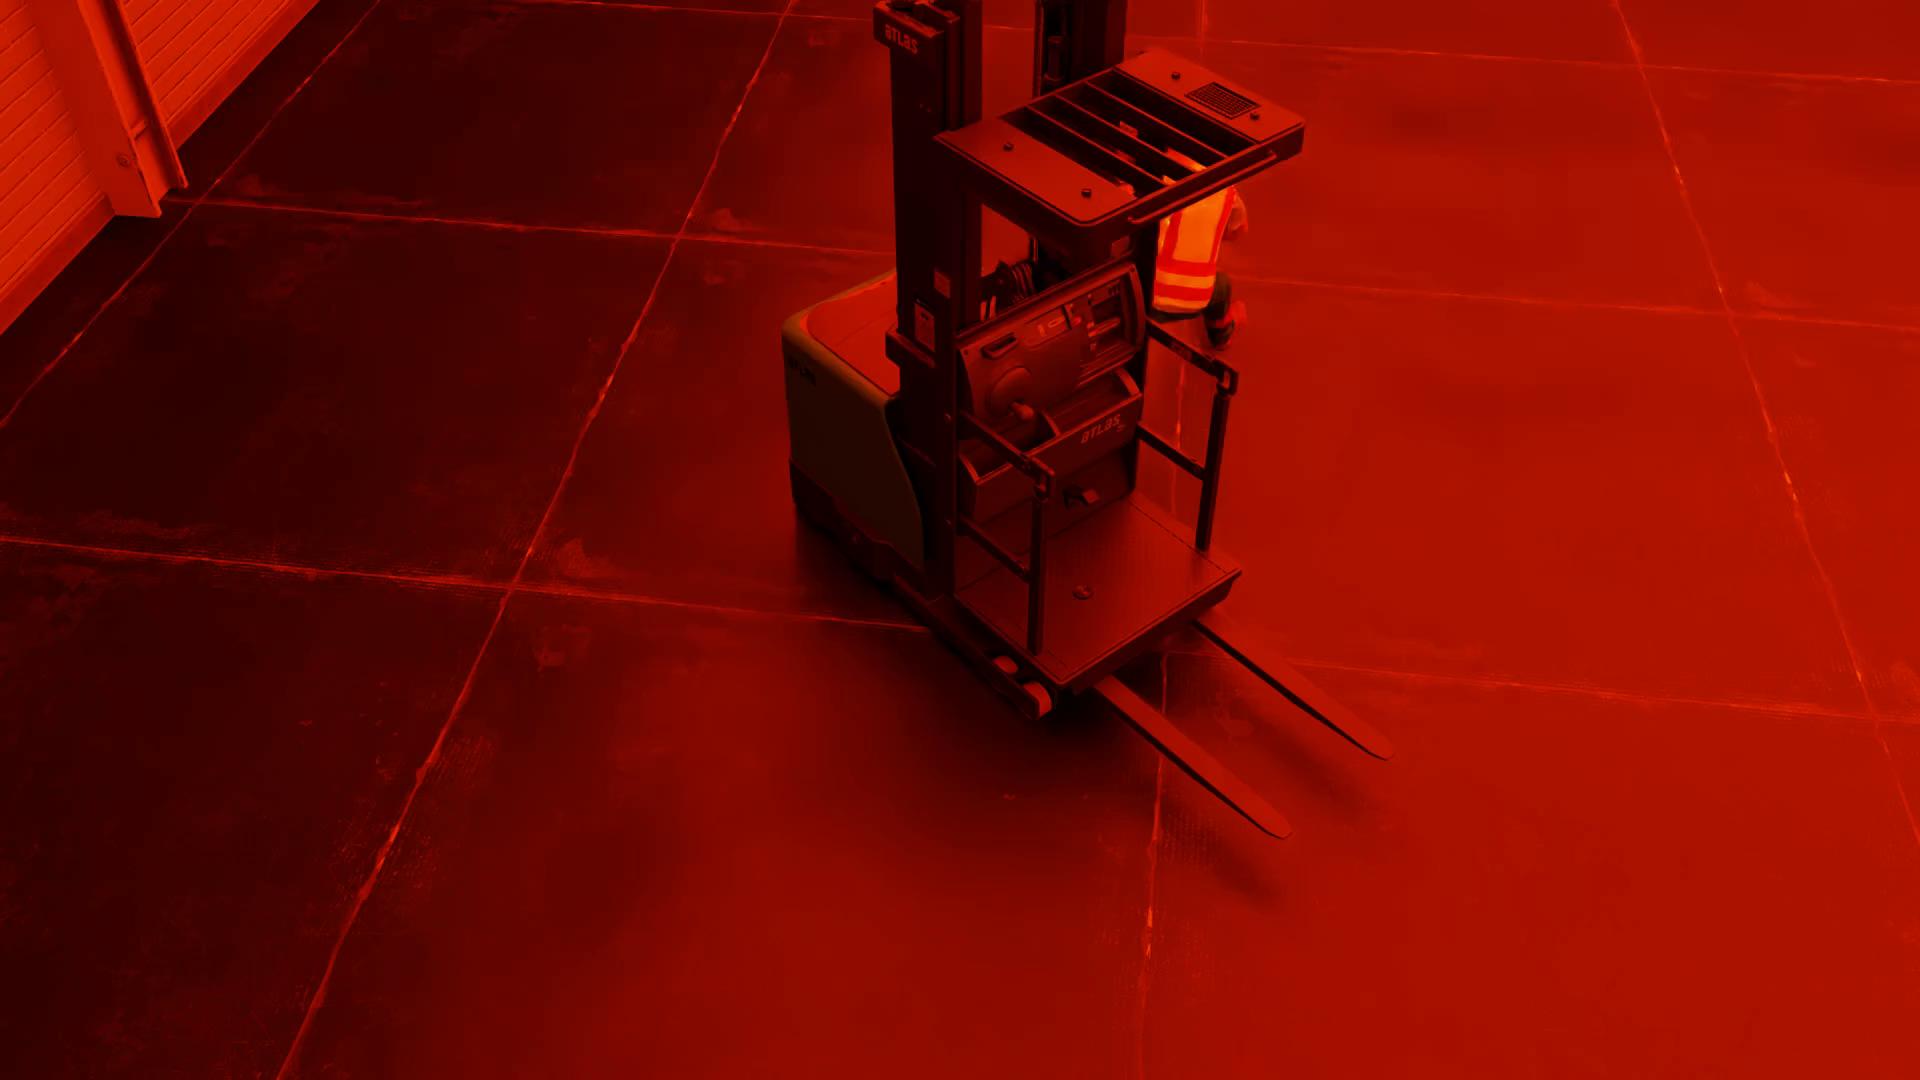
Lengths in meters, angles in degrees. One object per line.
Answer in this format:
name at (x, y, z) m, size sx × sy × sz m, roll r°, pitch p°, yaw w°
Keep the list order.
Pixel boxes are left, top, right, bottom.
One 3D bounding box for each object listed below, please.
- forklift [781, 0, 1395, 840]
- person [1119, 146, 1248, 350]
forklift at (0.516, -0.708, 6.495) m, size 1.130 × 2.935 × 3.031 m, roll -29°, pitch 50°, yaw -28°
person at (0.944, -1.364, 8.328) m, size 1.381 × 1.439 × 0.804 m, roll -8°, pitch 43°, yaw -9°
